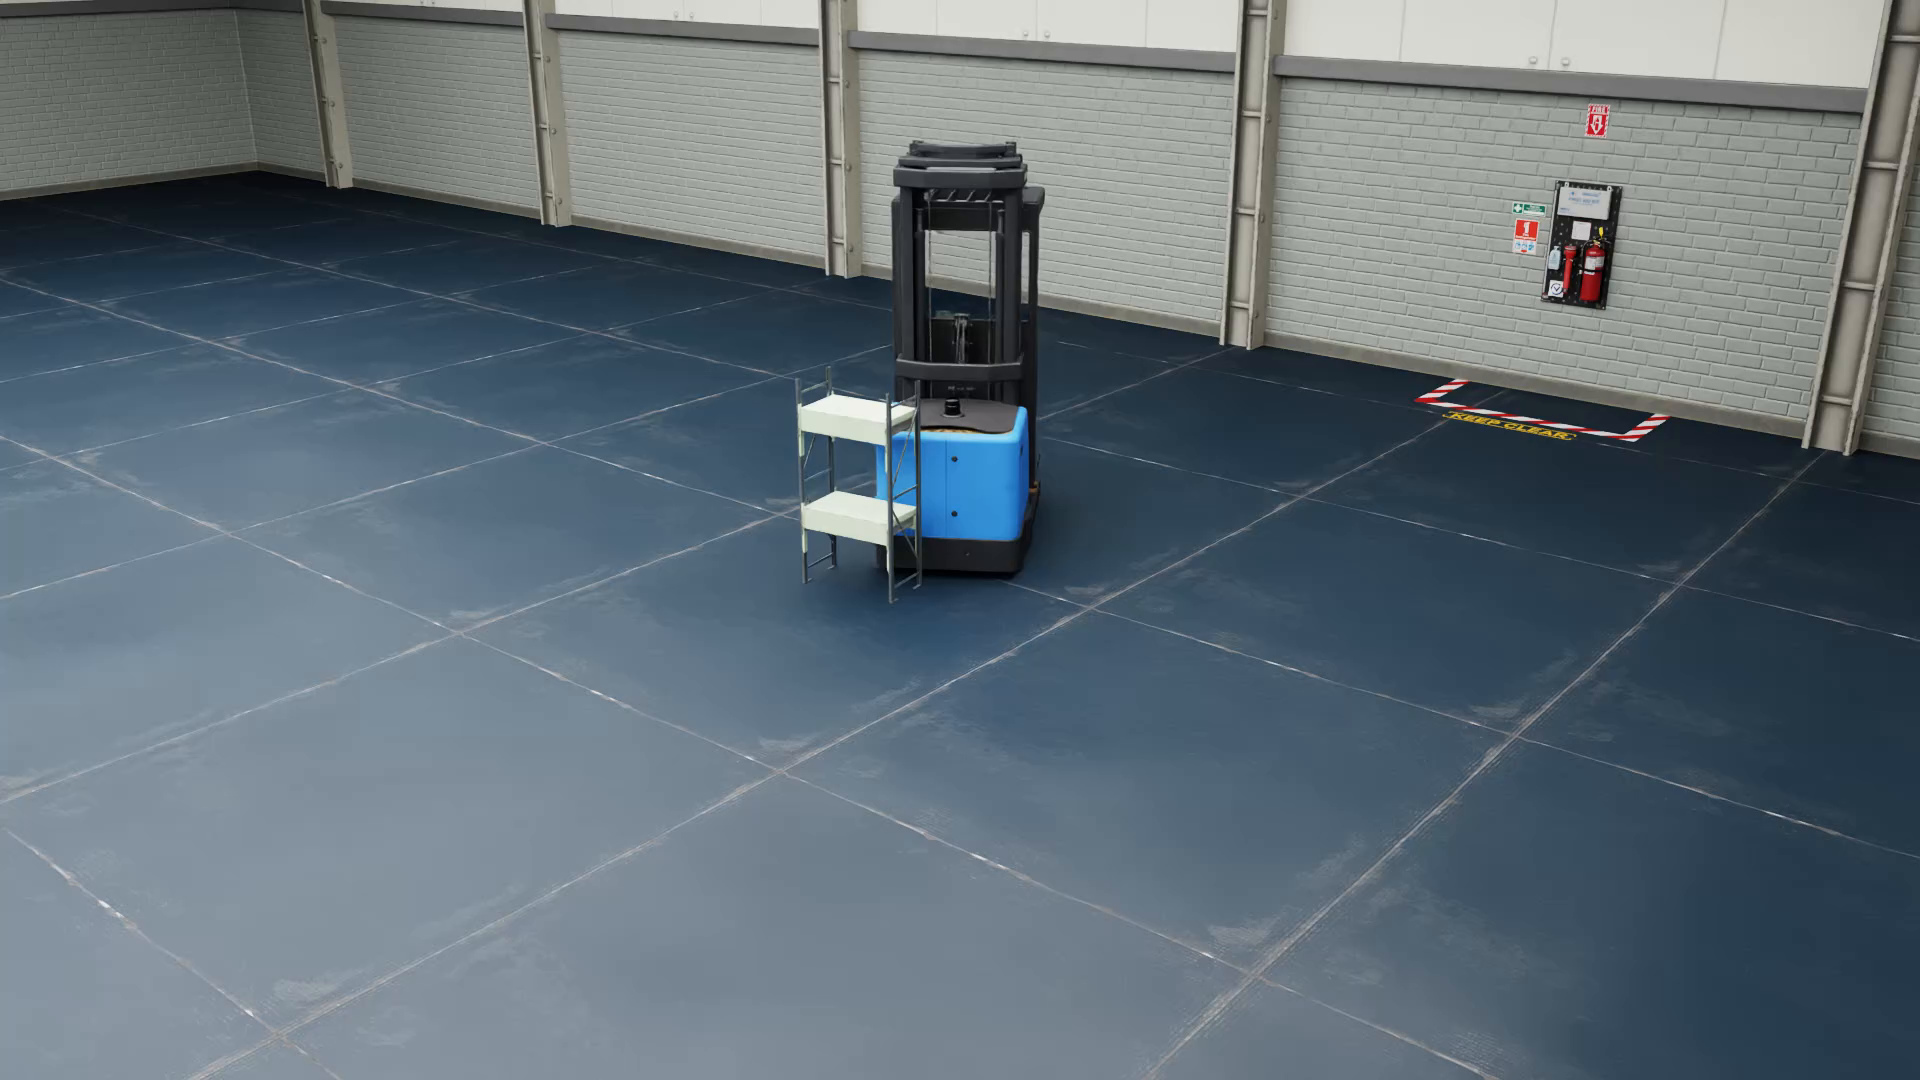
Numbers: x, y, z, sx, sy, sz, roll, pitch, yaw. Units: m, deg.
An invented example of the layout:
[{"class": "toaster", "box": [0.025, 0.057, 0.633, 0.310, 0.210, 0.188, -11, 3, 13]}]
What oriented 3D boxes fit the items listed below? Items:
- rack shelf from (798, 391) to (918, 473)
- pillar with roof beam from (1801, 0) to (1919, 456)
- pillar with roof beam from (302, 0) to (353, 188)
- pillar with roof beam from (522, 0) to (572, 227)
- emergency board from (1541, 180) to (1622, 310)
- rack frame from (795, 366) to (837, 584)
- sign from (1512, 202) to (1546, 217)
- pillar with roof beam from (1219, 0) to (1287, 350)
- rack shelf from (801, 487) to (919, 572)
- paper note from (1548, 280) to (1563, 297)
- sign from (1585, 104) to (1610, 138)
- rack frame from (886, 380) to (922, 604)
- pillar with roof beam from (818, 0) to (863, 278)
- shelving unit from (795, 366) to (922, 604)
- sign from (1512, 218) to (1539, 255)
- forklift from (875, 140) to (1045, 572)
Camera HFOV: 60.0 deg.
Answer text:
[{"class": "rack shelf", "box": [-0.695, -0.752, 11.430, 0.720, 0.370, 0.431, 12, 24, 28]}, {"class": "pillar with roof beam", "box": [5.047, -3.859, 10.149, 0.400, 9.000, 9.100, 16, 26, 36]}, {"class": "pillar with roof beam", "box": [-13.546, -9.214, 24.348, 0.400, 9.000, 9.100, 16, 26, 36]}, {"class": "pillar with roof beam", "box": [-8.898, -7.875, 20.798, 0.400, 9.000, 9.100, 16, 26, 36]}, {"class": "emergency board", "box": [5.879, -2.791, 15.818, 0.643, 1.169, 0.194, 16, 26, 36]}, {"class": "rack frame", "box": [-1.010, -0.452, 11.742, 0.023, 1.500, 0.400, 12, 24, 28]}, {"class": "sign", "box": [5.514, -3.204, 16.111, 0.331, 0.109, 0.001, 16, 26, 36]}, {"class": "pillar with roof beam", "box": [0.399, -5.198, 13.699, 0.400, 9.000, 9.100, 16, 26, 36]}, {"class": "rack shelf", "box": [-0.695, -0.082, 11.683, 0.720, 0.370, 0.431, 12, 24, 28]}, {"class": "paper note", "box": [5.785, -2.437, 16.128, 0.142, 0.148, 0.016, 16, 26, 36]}, {"class": "sign", "box": [5.936, -3.905, 15.486, 0.199, 0.298, 0.001, 16, 26, 36]}, {"class": "rack frame", "box": [-0.380, -0.321, 11.394, 0.023, 1.500, 0.400, 12, 24, 28]}, {"class": "pillar with roof beam", "box": [-4.249, -6.537, 17.249, 0.400, 9.000, 9.100, 16, 26, 36]}, {"class": "shelving unit", "box": [-0.695, -0.387, 11.568, 0.755, 1.500, 0.431, 12, 24, 28]}, {"class": "sign", "box": [5.516, -2.959, 16.214, 0.234, 0.329, 0.001, 16, 26, 36]}, {"class": "forklift", "box": [0.066, -1.621, 12.812, 1.130, 2.935, 3.031, 2, 21, 6]}]
